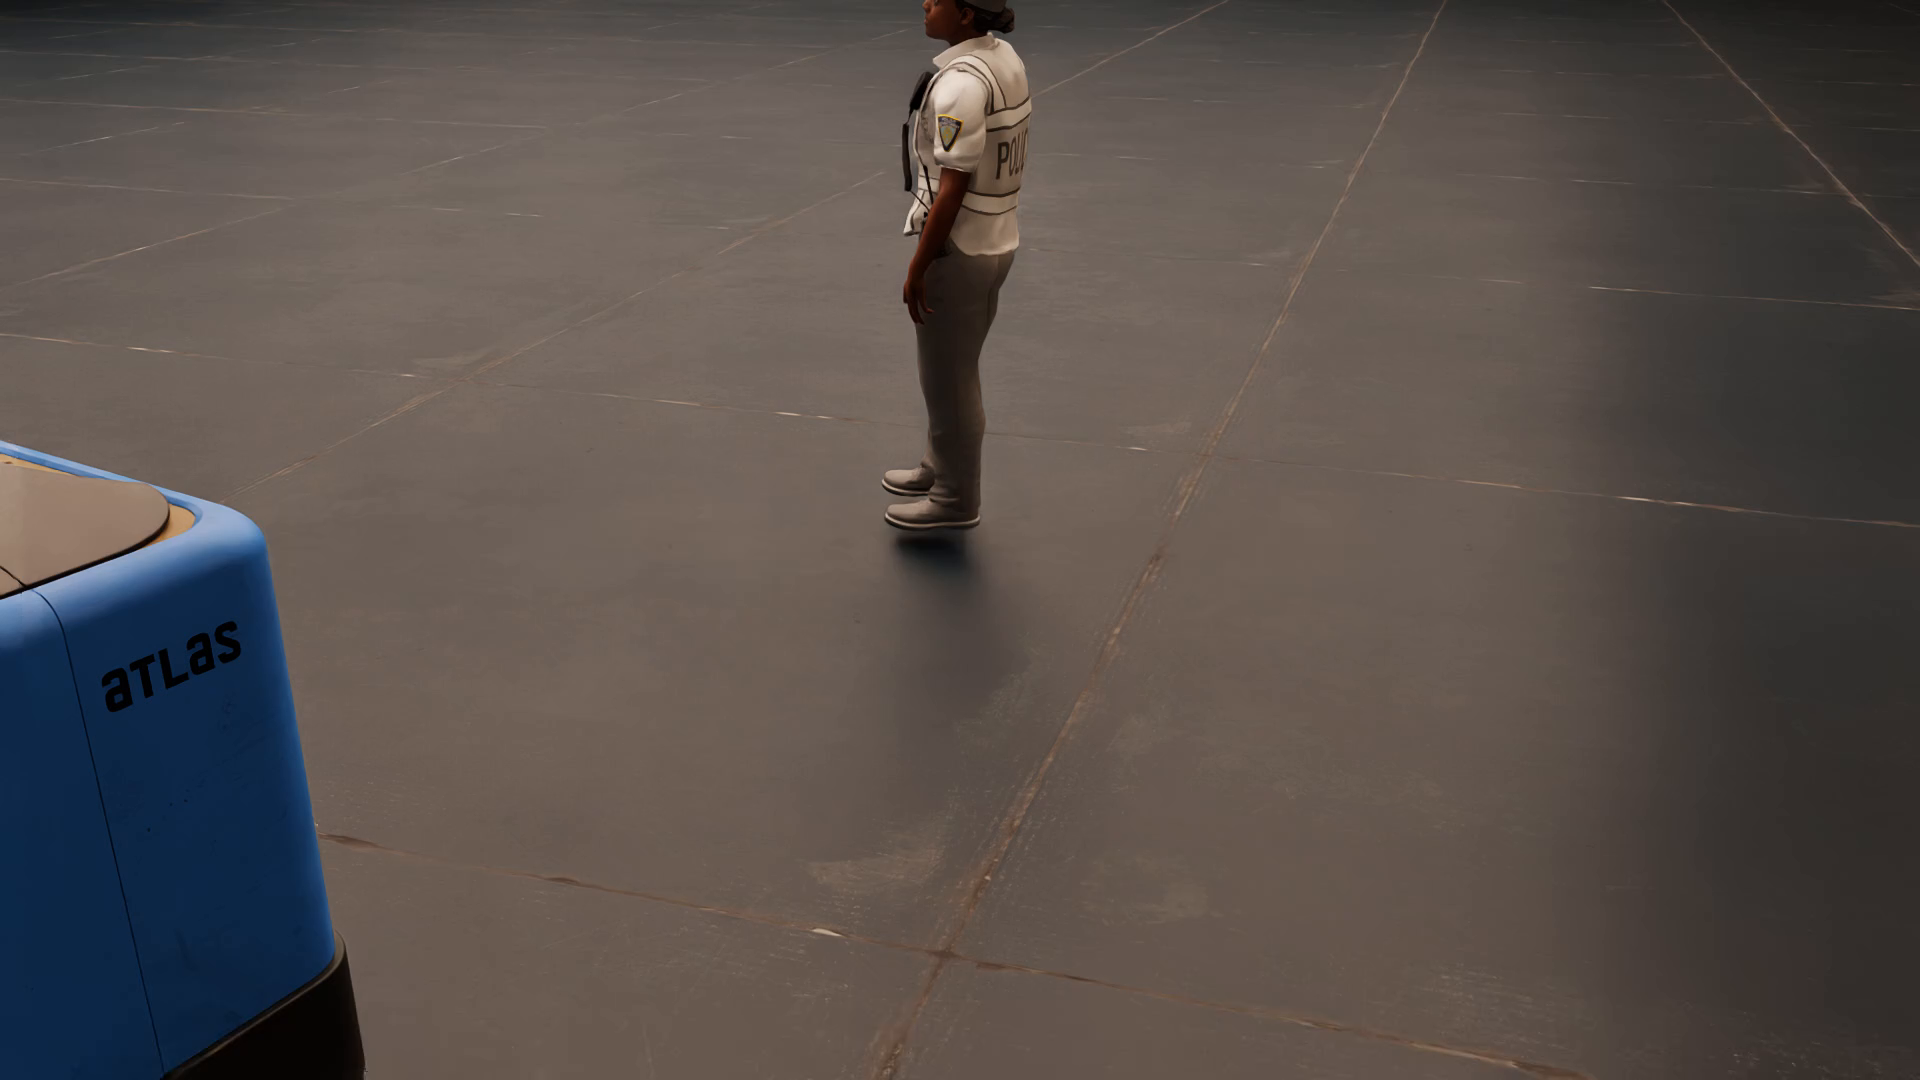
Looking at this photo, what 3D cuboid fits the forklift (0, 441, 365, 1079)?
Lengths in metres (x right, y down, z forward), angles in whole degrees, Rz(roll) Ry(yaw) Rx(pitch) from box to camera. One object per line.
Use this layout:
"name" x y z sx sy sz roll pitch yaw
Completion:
"forklift" -2.185 -0.014 1.315 1.130 2.935 3.031 13 26 29

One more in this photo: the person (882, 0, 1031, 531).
"person" -0.066 -0.843 4.817 0.528 1.697 0.570 7 23 16
